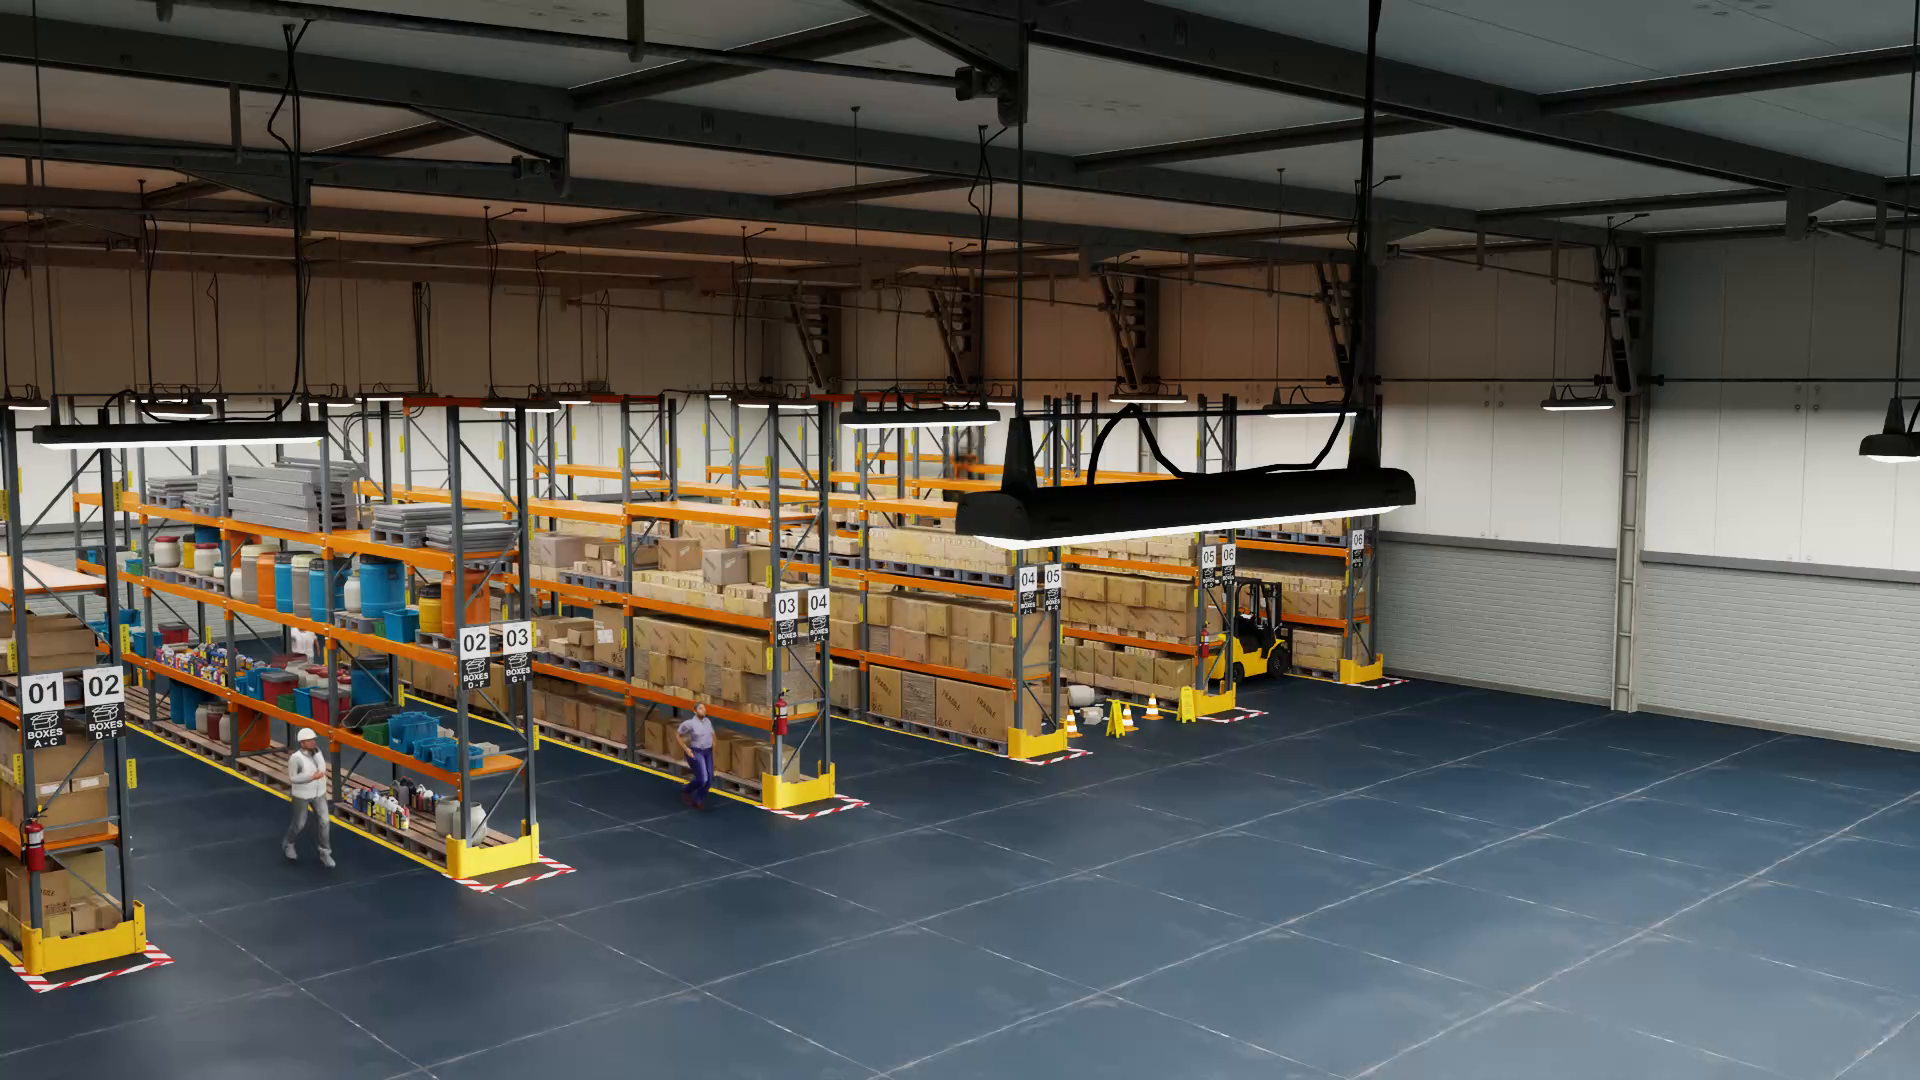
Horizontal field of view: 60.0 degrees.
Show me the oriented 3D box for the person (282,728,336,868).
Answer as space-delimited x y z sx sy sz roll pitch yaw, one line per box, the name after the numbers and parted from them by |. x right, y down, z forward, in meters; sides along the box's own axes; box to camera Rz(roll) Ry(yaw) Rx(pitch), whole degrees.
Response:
-8.502 3.335 21.657 0.891 1.804 0.635 4 7 33 | person

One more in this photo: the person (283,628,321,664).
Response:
-12.932 2.314 32.701 0.644 1.743 0.723 5 7 40 | person

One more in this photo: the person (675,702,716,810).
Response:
-3.802 3.180 24.463 0.496 1.593 0.648 4 7 36 | person
